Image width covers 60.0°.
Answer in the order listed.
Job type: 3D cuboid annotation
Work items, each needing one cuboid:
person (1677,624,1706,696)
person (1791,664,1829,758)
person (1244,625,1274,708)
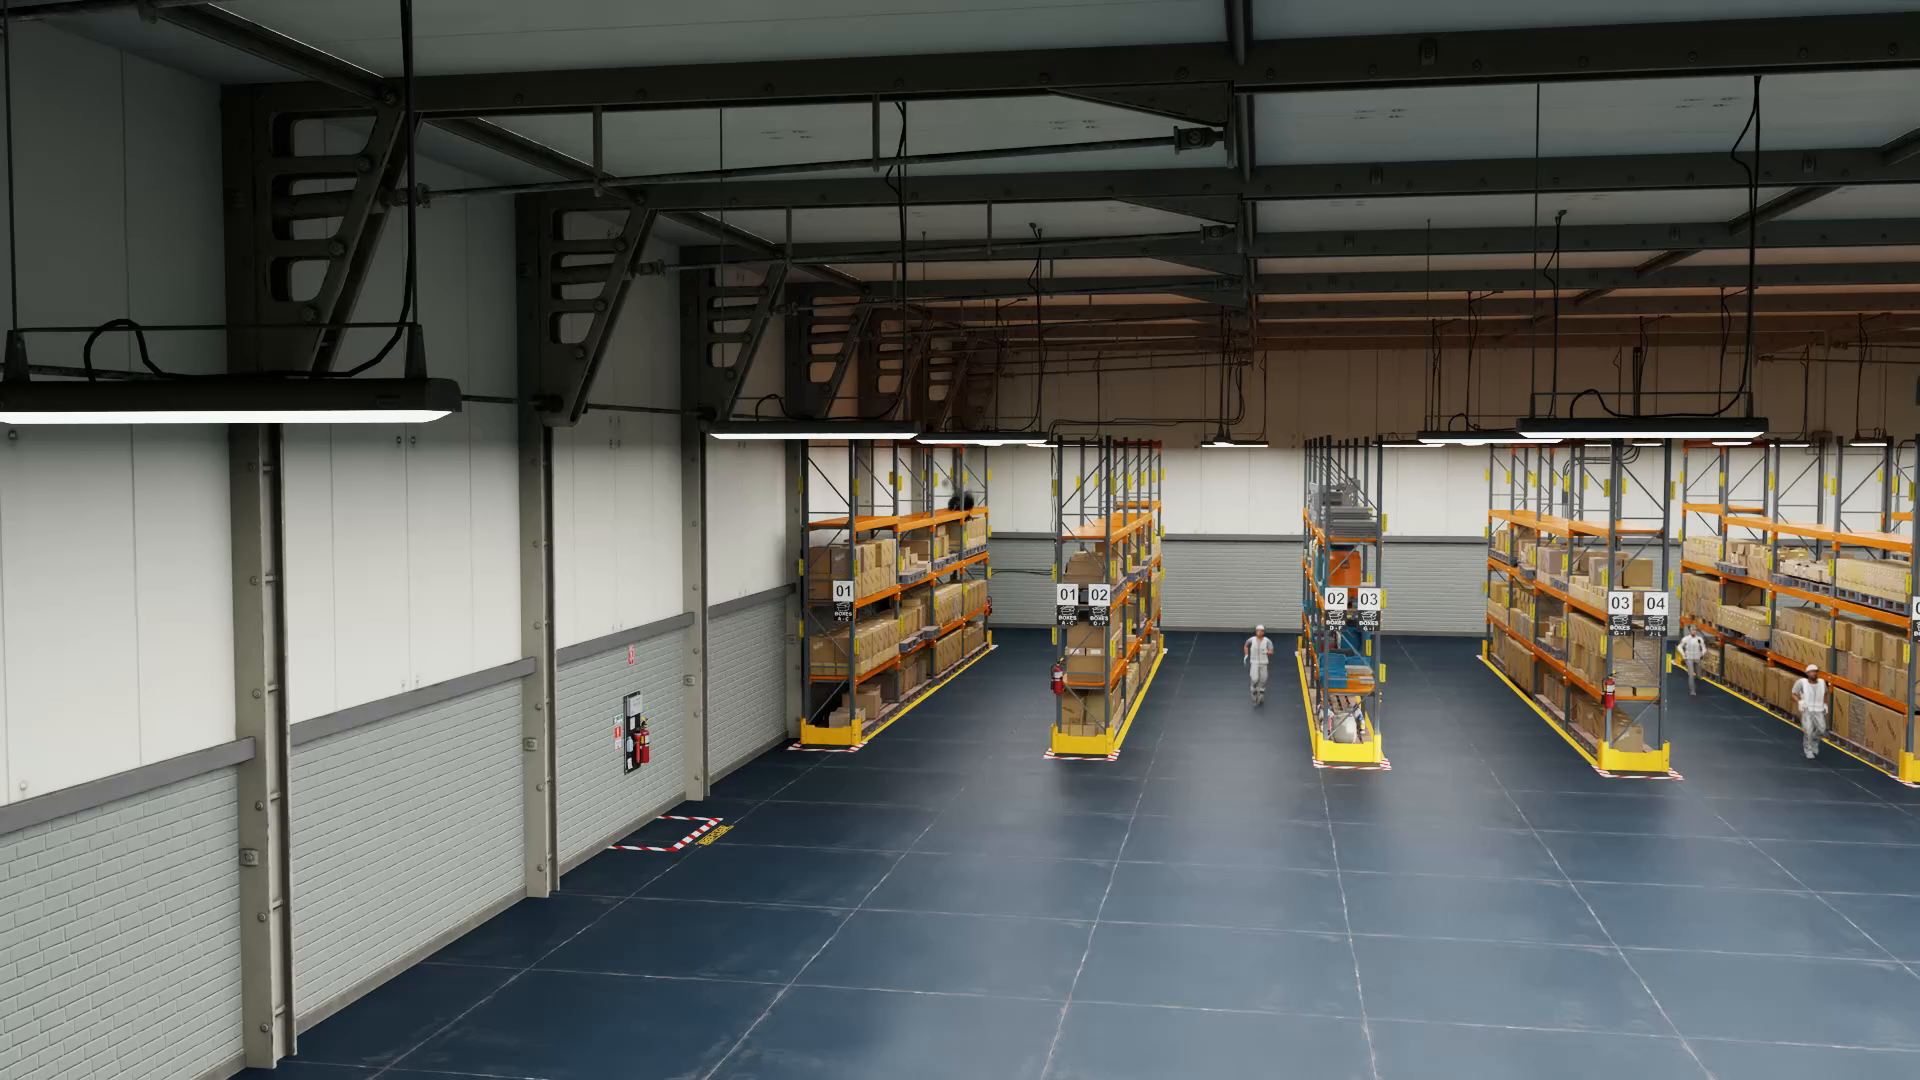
[{"bbox_3d":[17.142,2.790,38.933,0.622,1.649,0.718,1,3,12],"label":"person"},{"bbox_3d":[15.794,3.177,30.856,0.683,1.741,0.585,1,3,11],"label":"person"},{"bbox_3d":[6.682,2.818,37.192,0.647,1.845,0.772,0,3,6],"label":"person"}]
